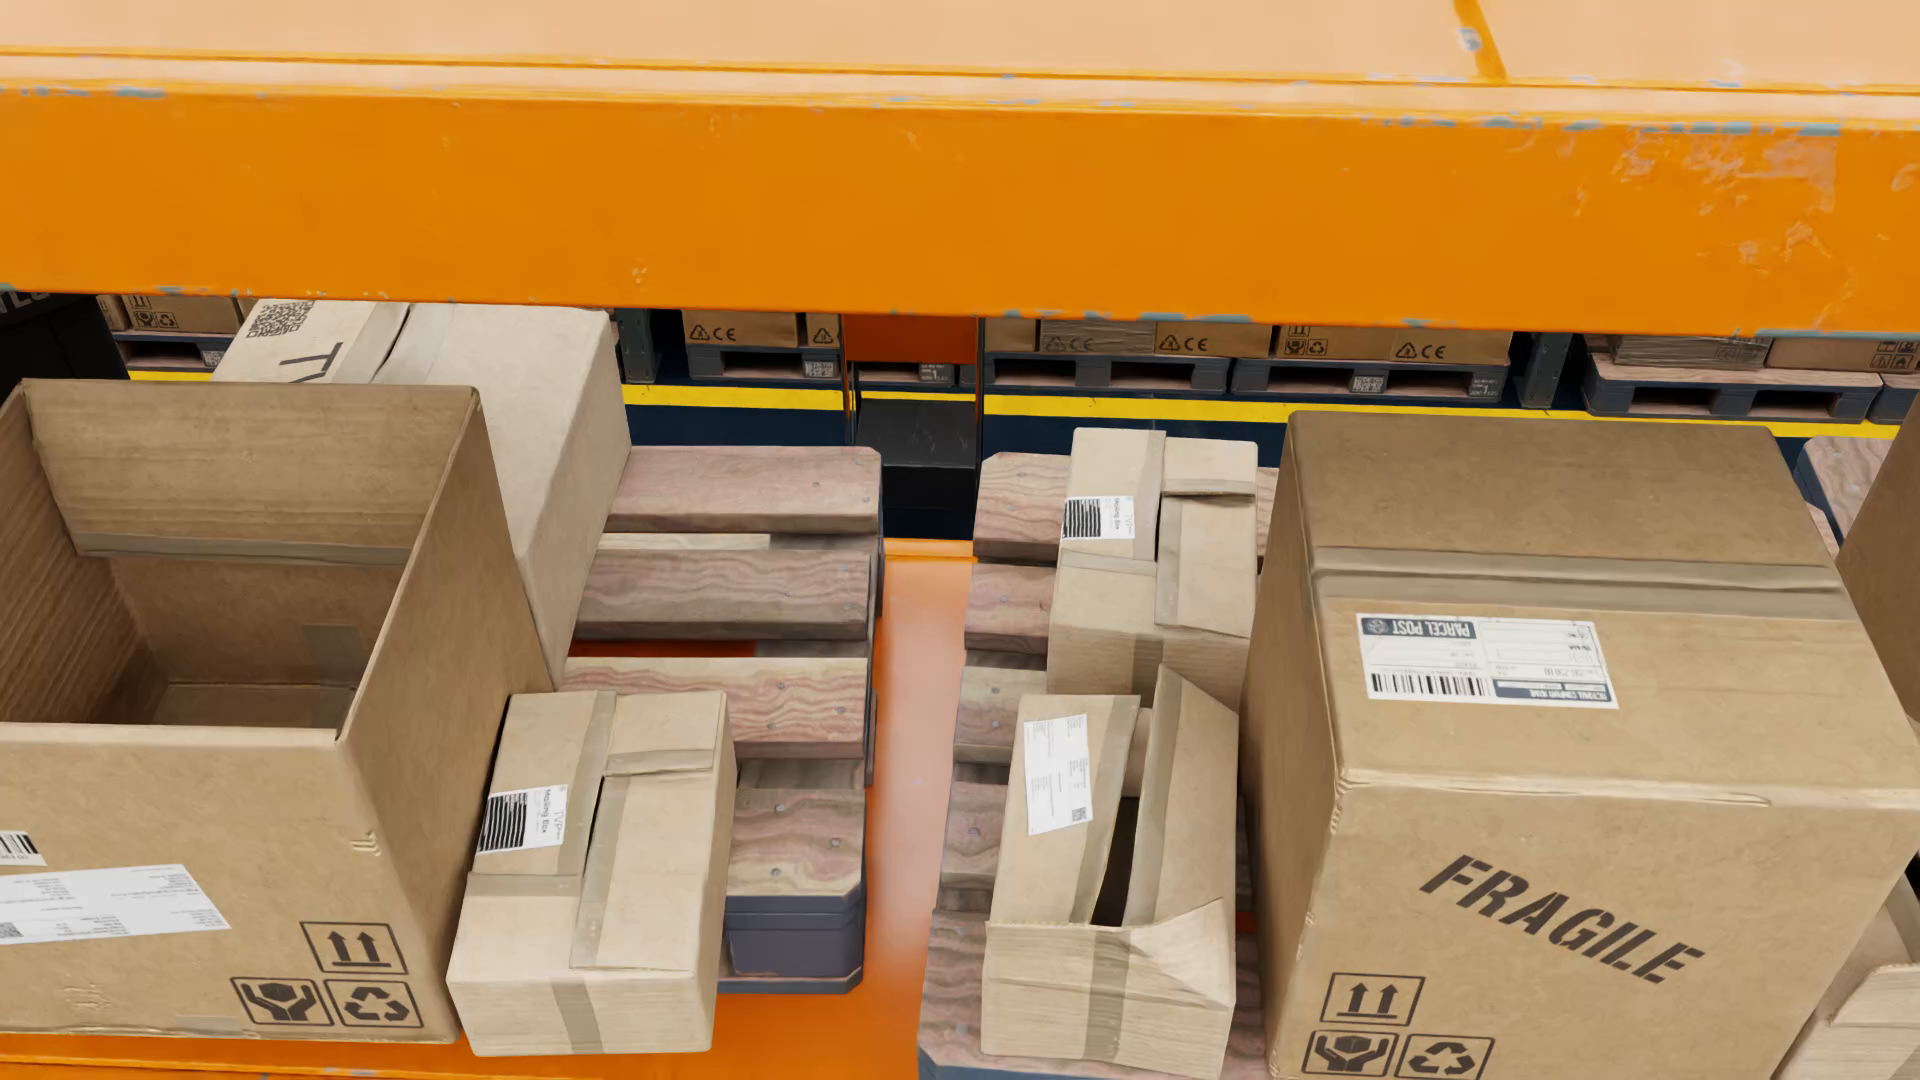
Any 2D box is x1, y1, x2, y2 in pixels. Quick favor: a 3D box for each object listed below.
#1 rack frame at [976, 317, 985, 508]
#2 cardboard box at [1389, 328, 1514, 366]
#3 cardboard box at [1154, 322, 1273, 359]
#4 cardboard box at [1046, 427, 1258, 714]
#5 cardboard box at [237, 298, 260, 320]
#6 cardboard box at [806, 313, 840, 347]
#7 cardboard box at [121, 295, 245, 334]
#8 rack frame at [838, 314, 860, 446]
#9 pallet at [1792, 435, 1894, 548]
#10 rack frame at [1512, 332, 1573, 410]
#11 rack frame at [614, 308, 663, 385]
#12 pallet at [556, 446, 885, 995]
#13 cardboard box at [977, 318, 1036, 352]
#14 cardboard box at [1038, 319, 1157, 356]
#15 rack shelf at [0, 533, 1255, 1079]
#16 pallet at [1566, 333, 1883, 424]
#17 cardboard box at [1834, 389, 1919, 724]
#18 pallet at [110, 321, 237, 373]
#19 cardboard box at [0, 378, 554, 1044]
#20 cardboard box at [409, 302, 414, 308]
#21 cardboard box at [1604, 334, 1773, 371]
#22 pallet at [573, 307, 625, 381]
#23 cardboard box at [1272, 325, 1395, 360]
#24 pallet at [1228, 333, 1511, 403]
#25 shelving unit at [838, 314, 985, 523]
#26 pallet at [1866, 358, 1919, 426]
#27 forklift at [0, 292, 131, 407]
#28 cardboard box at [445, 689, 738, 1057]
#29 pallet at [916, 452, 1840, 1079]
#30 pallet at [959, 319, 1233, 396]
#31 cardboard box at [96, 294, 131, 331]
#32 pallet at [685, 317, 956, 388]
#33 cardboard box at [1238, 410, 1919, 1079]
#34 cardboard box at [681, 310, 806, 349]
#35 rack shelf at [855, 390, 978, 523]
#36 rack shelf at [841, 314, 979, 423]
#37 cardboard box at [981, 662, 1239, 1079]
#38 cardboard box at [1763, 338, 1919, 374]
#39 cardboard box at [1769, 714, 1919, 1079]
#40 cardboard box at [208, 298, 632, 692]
[{"bbox_3d":[0.078,-0.766,6.032,0.015,2.100,0.400,2,43,2],"label":"rack frame"},{"bbox_3d":[2.144,-1.121,7.278,0.500,0.500,0.500,3,43,3],"label":"cardboard box"},{"bbox_3d":[1.122,-1.157,7.318,0.500,0.500,0.500,3,43,4],"label":"cardboard box"},{"bbox_3d":[0.256,0.032,2.177,0.250,0.166,0.380,5,43,5],"label":"cardboard box"},{"bbox_3d":[-2.920,-1.332,7.505,0.500,0.500,0.700,0,43,0],"label":"cardboard box"},{"bbox_3d":[-0.414,-1.199,7.362,0.500,0.500,0.500,1,43,1],"label":"cardboard box"},{"bbox_3d":[-3.433,-1.279,7.448,0.500,0.500,0.500,3,43,3],"label":"cardboard box"},{"bbox_3d":[-0.409,-0.781,6.048,0.015,2.100,0.400,2,43,2],"label":"rack frame"},{"bbox_3d":[1.711,0.353,2.109,1.003,0.211,1.213,4,43,4],"label":"pallet"},{"bbox_3d":[2.576,-2.015,6.712,0.127,3.000,1.000,2,43,2],"label":"rack frame"},{"bbox_3d":[-1.420,-2.138,6.844,0.127,3.000,1.000,2,43,2],"label":"rack frame"},{"bbox_3d":[-0.721,0.209,2.265,1.217,0.209,0.805,0,43,0],"label":"pallet"},{"bbox_3d":[0.084,-1.181,7.343,0.500,0.500,0.500,1,43,1],"label":"cardboard box"},{"bbox_3d":[0.602,-1.161,7.321,0.500,0.500,0.500,0,43,0],"label":"cardboard box"},{"bbox_3d":[0.358,0.469,2.373,4.000,0.370,1.077,2,43,2],"label":"rack shelf"},{"bbox_3d":[3.397,-0.943,7.607,1.213,0.211,1.003,2,43,2],"label":"pallet"},{"bbox_3d":[1.359,0.176,1.778,0.500,0.500,0.700,0,43,0],"label":"cardboard box"},{"bbox_3d":[-3.328,-1.175,7.856,1.213,0.211,1.003,2,43,2],"label":"pallet"},{"bbox_3d":[-0.772,0.179,1.775,0.500,0.500,0.500,1,43,1],"label":"cardboard box"},{"bbox_3d":[-2.346,-1.119,7.449,0.258,0.266,0.396,3,43,3],"label":"cardboard box"},{"bbox_3d":[3.199,-1.271,7.348,0.625,0.625,0.875,3,43,3],"label":"cardboard box"},{"bbox_3d":[-2.106,-1.139,7.818,1.213,0.211,1.003,2,43,2],"label":"pallet"},{"bbox_3d":[1.645,-1.143,7.302,0.500,0.500,0.500,1,43,1],"label":"cardboard box"},{"bbox_3d":[1.832,-1.043,7.715,1.213,0.211,1.003,2,43,2],"label":"pallet"},{"bbox_3d":[-0.165,-0.773,6.040,0.503,2.100,0.431,2,43,2],"label":"shelving unit"},{"bbox_3d":[4.612,-0.904,7.565,1.213,0.211,1.003,2,43,2],"label":"pallet"},{"bbox_3d":[-2.581,0.459,4.107,3.031,2.935,1.130,-31,51,-29],"label":"forklift"},{"bbox_3d":[-0.391,0.354,1.832,0.250,0.166,0.380,-1,43,-1],"label":"cardboard box"},{"bbox_3d":[0.593,0.321,2.143,1.213,0.211,1.003,4,43,4],"label":"pallet"},{"bbox_3d":[0.616,-1.083,7.757,1.213,0.211,1.003,2,43,2],"label":"pallet"},{"bbox_3d":[-3.957,-1.364,7.539,0.500,0.500,0.700,3,43,4],"label":"cardboard box"},{"bbox_3d":[-0.605,-1.118,7.796,1.213,0.211,1.003,2,43,2],"label":"pallet"},{"bbox_3d":[0.583,0.221,1.731,0.500,0.500,0.500,2,43,2],"label":"cardboard box"},{"bbox_3d":[-0.947,-1.209,7.373,0.500,0.500,0.500,3,43,4],"label":"cardboard box"},{"bbox_3d":[-0.165,-0.251,6.526,0.480,0.518,0.431,2,43,2],"label":"rack shelf"},{"bbox_3d":[-0.165,-0.763,6.049,0.480,0.518,0.431,2,43,2],"label":"rack shelf"},{"bbox_3d":[0.170,0.335,1.780,0.258,0.266,0.396,5,43,5],"label":"cardboard box"},{"bbox_3d":[3.852,-1.257,7.332,0.625,0.625,0.875,3,43,3],"label":"cardboard box"},{"bbox_3d":[0.965,0.359,1.754,0.258,0.266,0.396,1,43,1],"label":"cardboard box"},{"bbox_3d":[-0.750,-0.092,2.205,0.500,0.311,0.500,2,43,2],"label":"cardboard box"}]
